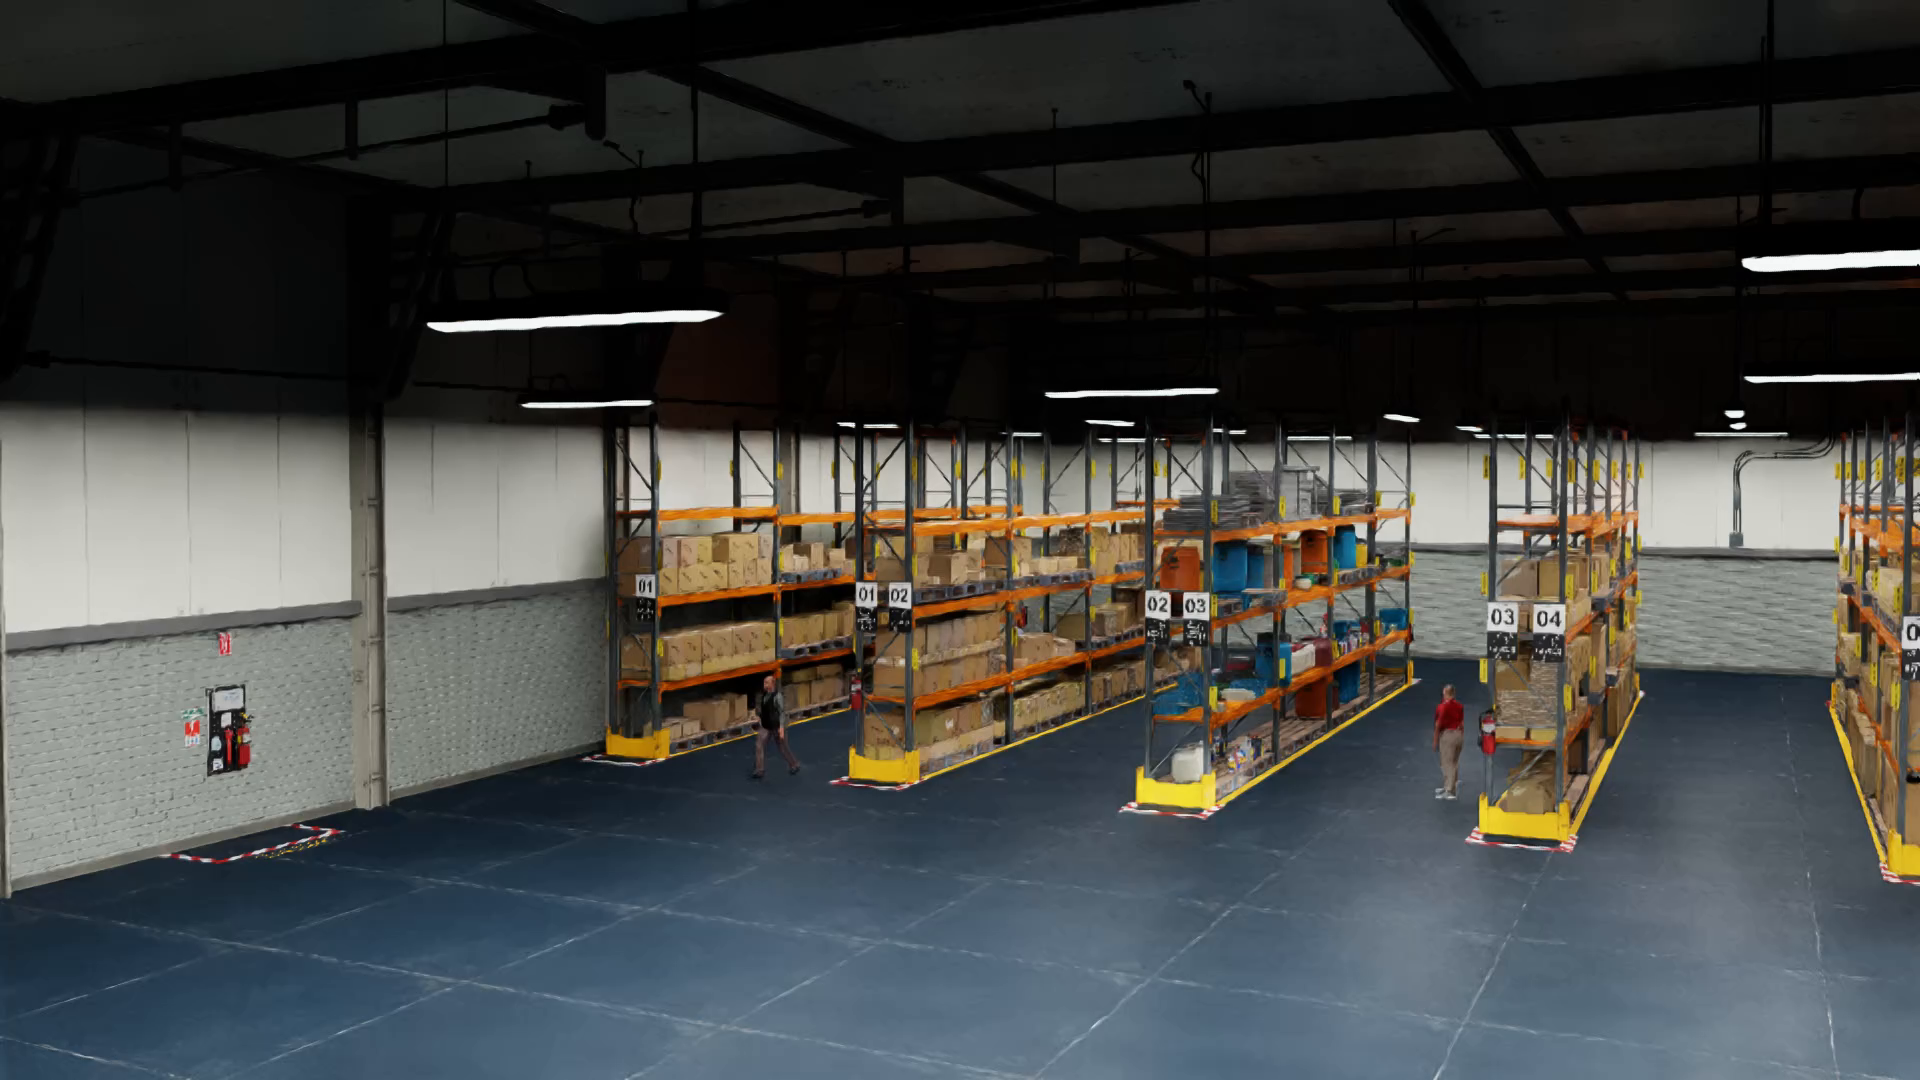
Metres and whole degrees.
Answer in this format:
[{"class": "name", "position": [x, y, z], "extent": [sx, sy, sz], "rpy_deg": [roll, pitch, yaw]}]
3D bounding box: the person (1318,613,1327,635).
[{"class": "person", "position": [8.387, 2.528, 37.971], "extent": [0.534, 1.726, 1.038], "rpy_deg": [2, 3, 35]}]

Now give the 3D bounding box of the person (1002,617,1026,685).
[{"class": "person", "position": [1.273, 2.582, 38.705], "extent": [0.493, 1.576, 0.991], "rpy_deg": [1, 3, 24]}]

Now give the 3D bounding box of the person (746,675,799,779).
[{"class": "person", "position": [-2.997, 3.028, 26.959], "extent": [0.560, 1.683, 0.926], "rpy_deg": [2, 3, 42]}]

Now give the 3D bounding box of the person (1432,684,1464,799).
[{"class": "person", "position": [7.454, 3.059, 25.423], "extent": [0.623, 1.726, 0.562], "rpy_deg": [-2, 3, -36]}]
